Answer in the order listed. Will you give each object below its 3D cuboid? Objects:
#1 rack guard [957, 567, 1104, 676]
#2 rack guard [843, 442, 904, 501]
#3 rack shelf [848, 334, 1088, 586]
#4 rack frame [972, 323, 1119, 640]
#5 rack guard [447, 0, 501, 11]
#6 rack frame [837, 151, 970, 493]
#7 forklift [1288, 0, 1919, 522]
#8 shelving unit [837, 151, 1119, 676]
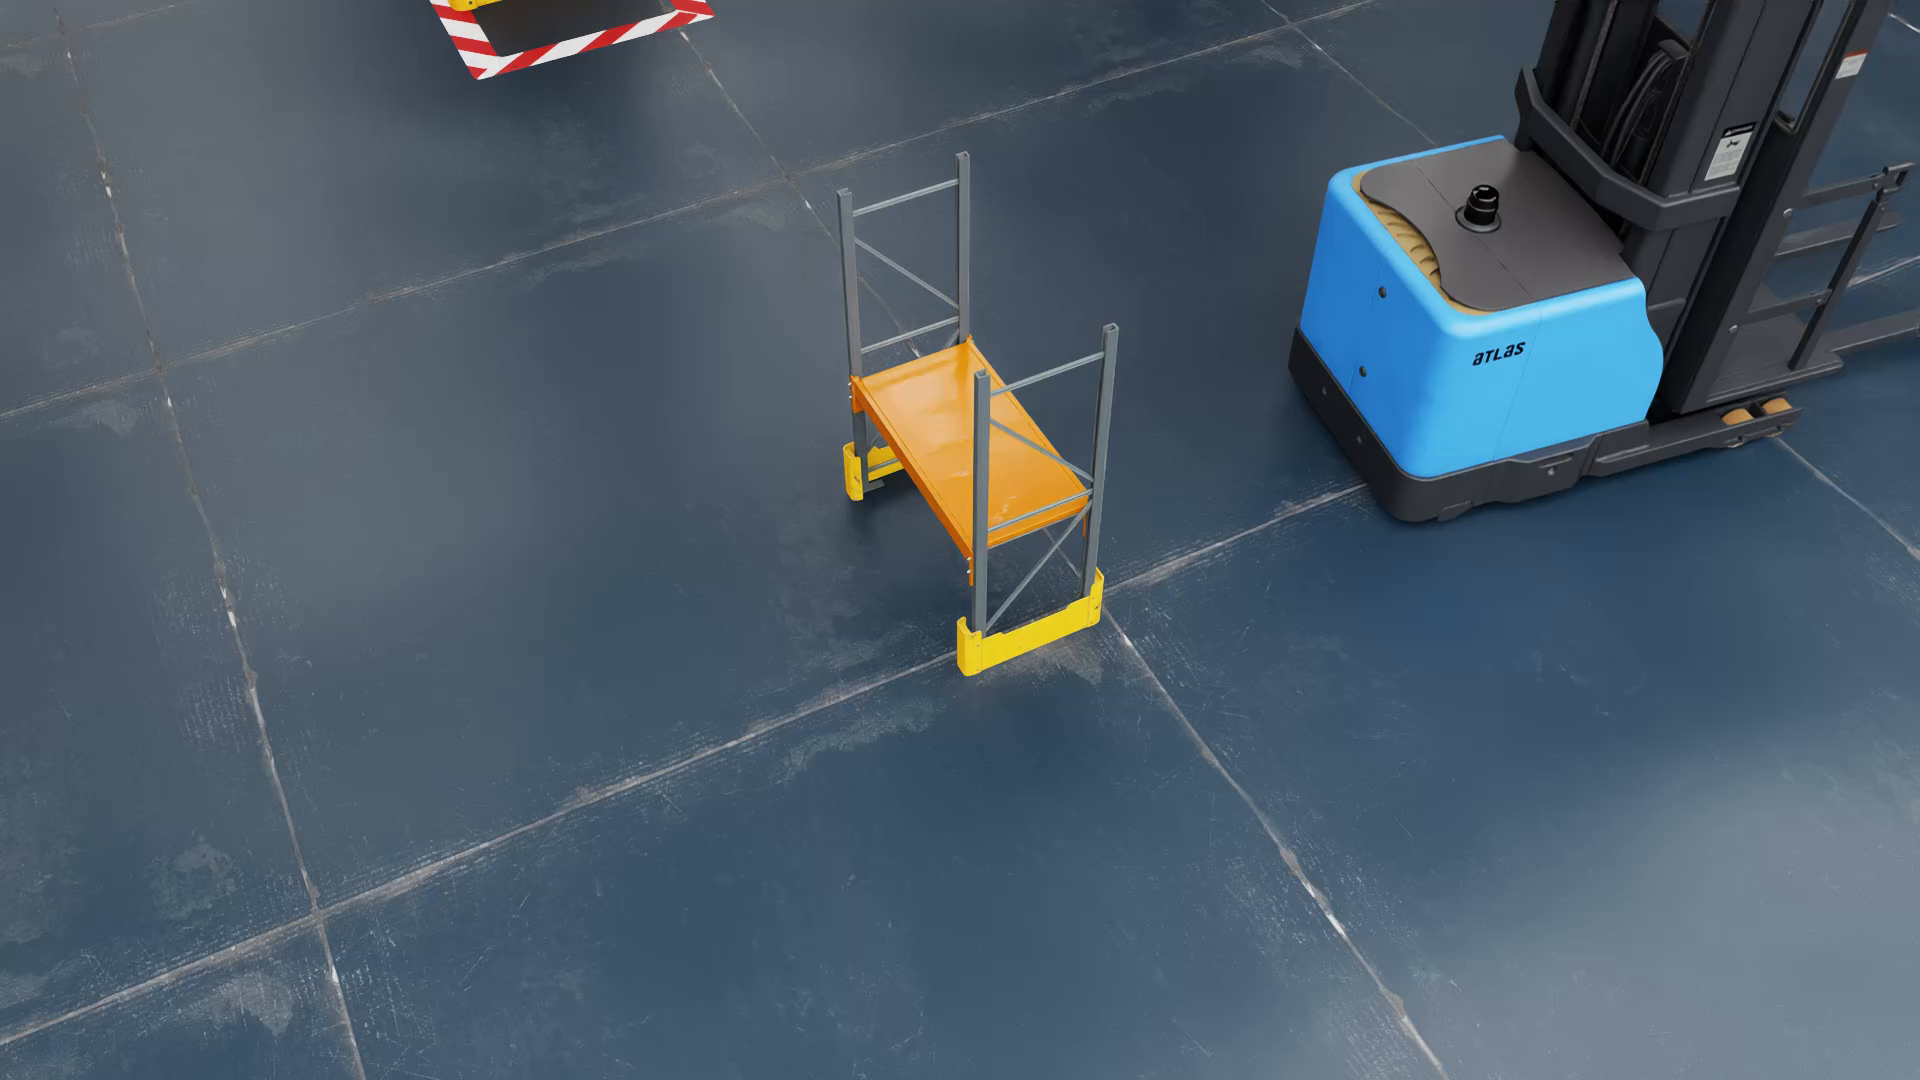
[{"bbox_3d":[0.263,0.302,6.212,0.587,0.250,0.087,-21,52,-18],"label":"rack guard"},{"bbox_3d":[-0.193,-0.365,6.795,0.587,0.250,0.087,-21,52,-18],"label":"rack guard"},{"bbox_3d":[0.039,-0.318,6.164,0.538,0.185,1.000,-21,52,-18],"label":"rack shelf"},{"bbox_3d":[0.272,-0.096,5.731,0.500,1.500,0.032,-21,52,-18],"label":"rack frame"},{"bbox_3d":[-2.349,-3.390,9.275,1.175,0.500,0.348,-21,52,-18],"label":"rack guard"},{"bbox_3d":[-0.194,-0.777,6.326,0.500,1.500,0.032,-21,52,-18],"label":"rack frame"},{"bbox_3d":[2.994,-1.715,6.195,3.031,2.935,1.130,-15,50,-13],"label":"forklift"},{"bbox_3d":[0.035,-0.443,6.033,0.587,1.500,1.083,-21,52,-18],"label":"shelving unit"}]
